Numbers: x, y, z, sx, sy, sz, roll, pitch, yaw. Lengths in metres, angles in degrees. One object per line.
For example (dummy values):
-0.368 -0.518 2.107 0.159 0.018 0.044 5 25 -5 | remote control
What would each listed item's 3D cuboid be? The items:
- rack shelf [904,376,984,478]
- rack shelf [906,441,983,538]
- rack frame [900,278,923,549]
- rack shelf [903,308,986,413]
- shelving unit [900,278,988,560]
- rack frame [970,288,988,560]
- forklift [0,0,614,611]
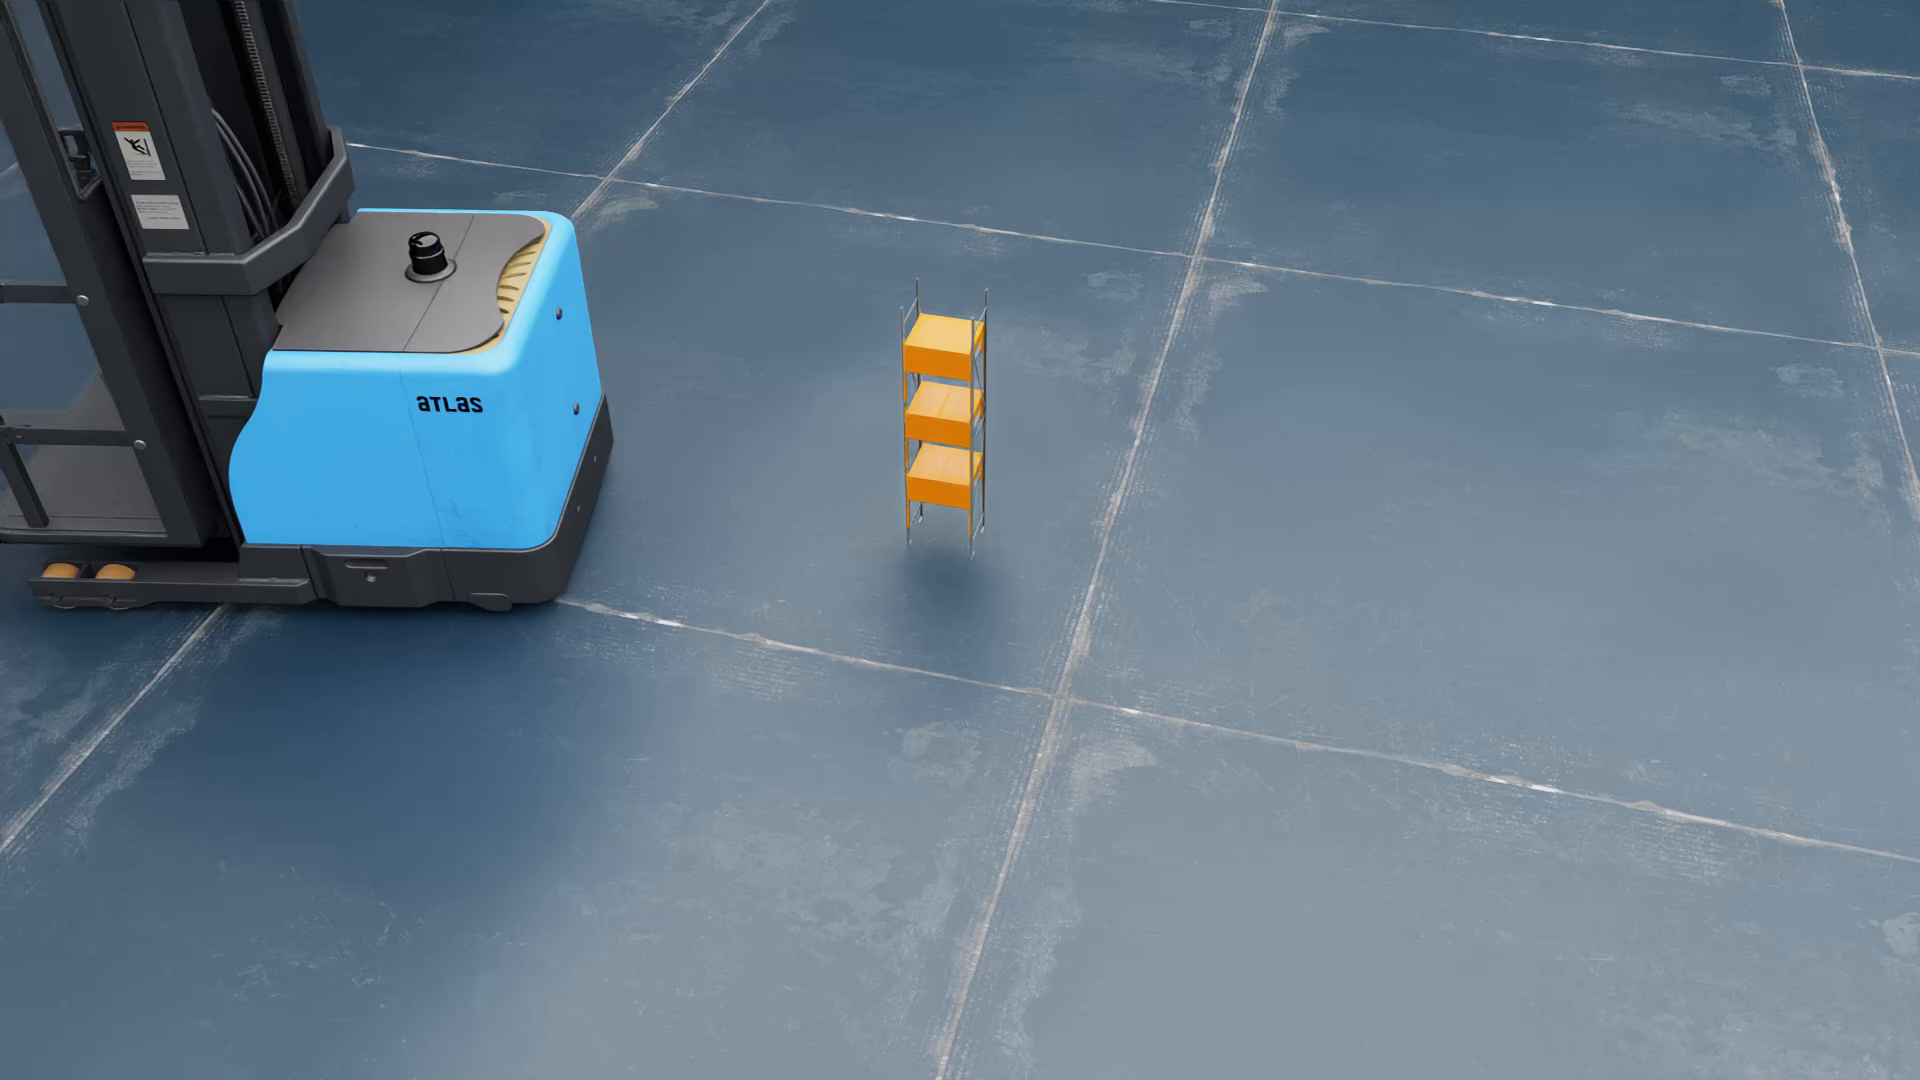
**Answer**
-0.052 -0.403 5.930 0.240 0.259 0.215 10 41 11 | rack shelf
-0.052 -0.190 6.109 0.240 0.259 0.215 10 41 11 | rack shelf
-0.170 -0.431 5.947 0.008 1.050 0.200 10 41 11 | rack frame
-0.052 -0.620 5.747 0.240 0.259 0.215 10 41 11 | rack shelf
-0.052 -0.411 5.923 0.252 1.050 0.215 10 41 11 | shelving unit
0.066 -0.391 5.899 0.008 1.050 0.200 10 41 11 | rack frame
-2.902 -1.211 5.413 3.031 2.935 1.130 1 40 1 | forklift
